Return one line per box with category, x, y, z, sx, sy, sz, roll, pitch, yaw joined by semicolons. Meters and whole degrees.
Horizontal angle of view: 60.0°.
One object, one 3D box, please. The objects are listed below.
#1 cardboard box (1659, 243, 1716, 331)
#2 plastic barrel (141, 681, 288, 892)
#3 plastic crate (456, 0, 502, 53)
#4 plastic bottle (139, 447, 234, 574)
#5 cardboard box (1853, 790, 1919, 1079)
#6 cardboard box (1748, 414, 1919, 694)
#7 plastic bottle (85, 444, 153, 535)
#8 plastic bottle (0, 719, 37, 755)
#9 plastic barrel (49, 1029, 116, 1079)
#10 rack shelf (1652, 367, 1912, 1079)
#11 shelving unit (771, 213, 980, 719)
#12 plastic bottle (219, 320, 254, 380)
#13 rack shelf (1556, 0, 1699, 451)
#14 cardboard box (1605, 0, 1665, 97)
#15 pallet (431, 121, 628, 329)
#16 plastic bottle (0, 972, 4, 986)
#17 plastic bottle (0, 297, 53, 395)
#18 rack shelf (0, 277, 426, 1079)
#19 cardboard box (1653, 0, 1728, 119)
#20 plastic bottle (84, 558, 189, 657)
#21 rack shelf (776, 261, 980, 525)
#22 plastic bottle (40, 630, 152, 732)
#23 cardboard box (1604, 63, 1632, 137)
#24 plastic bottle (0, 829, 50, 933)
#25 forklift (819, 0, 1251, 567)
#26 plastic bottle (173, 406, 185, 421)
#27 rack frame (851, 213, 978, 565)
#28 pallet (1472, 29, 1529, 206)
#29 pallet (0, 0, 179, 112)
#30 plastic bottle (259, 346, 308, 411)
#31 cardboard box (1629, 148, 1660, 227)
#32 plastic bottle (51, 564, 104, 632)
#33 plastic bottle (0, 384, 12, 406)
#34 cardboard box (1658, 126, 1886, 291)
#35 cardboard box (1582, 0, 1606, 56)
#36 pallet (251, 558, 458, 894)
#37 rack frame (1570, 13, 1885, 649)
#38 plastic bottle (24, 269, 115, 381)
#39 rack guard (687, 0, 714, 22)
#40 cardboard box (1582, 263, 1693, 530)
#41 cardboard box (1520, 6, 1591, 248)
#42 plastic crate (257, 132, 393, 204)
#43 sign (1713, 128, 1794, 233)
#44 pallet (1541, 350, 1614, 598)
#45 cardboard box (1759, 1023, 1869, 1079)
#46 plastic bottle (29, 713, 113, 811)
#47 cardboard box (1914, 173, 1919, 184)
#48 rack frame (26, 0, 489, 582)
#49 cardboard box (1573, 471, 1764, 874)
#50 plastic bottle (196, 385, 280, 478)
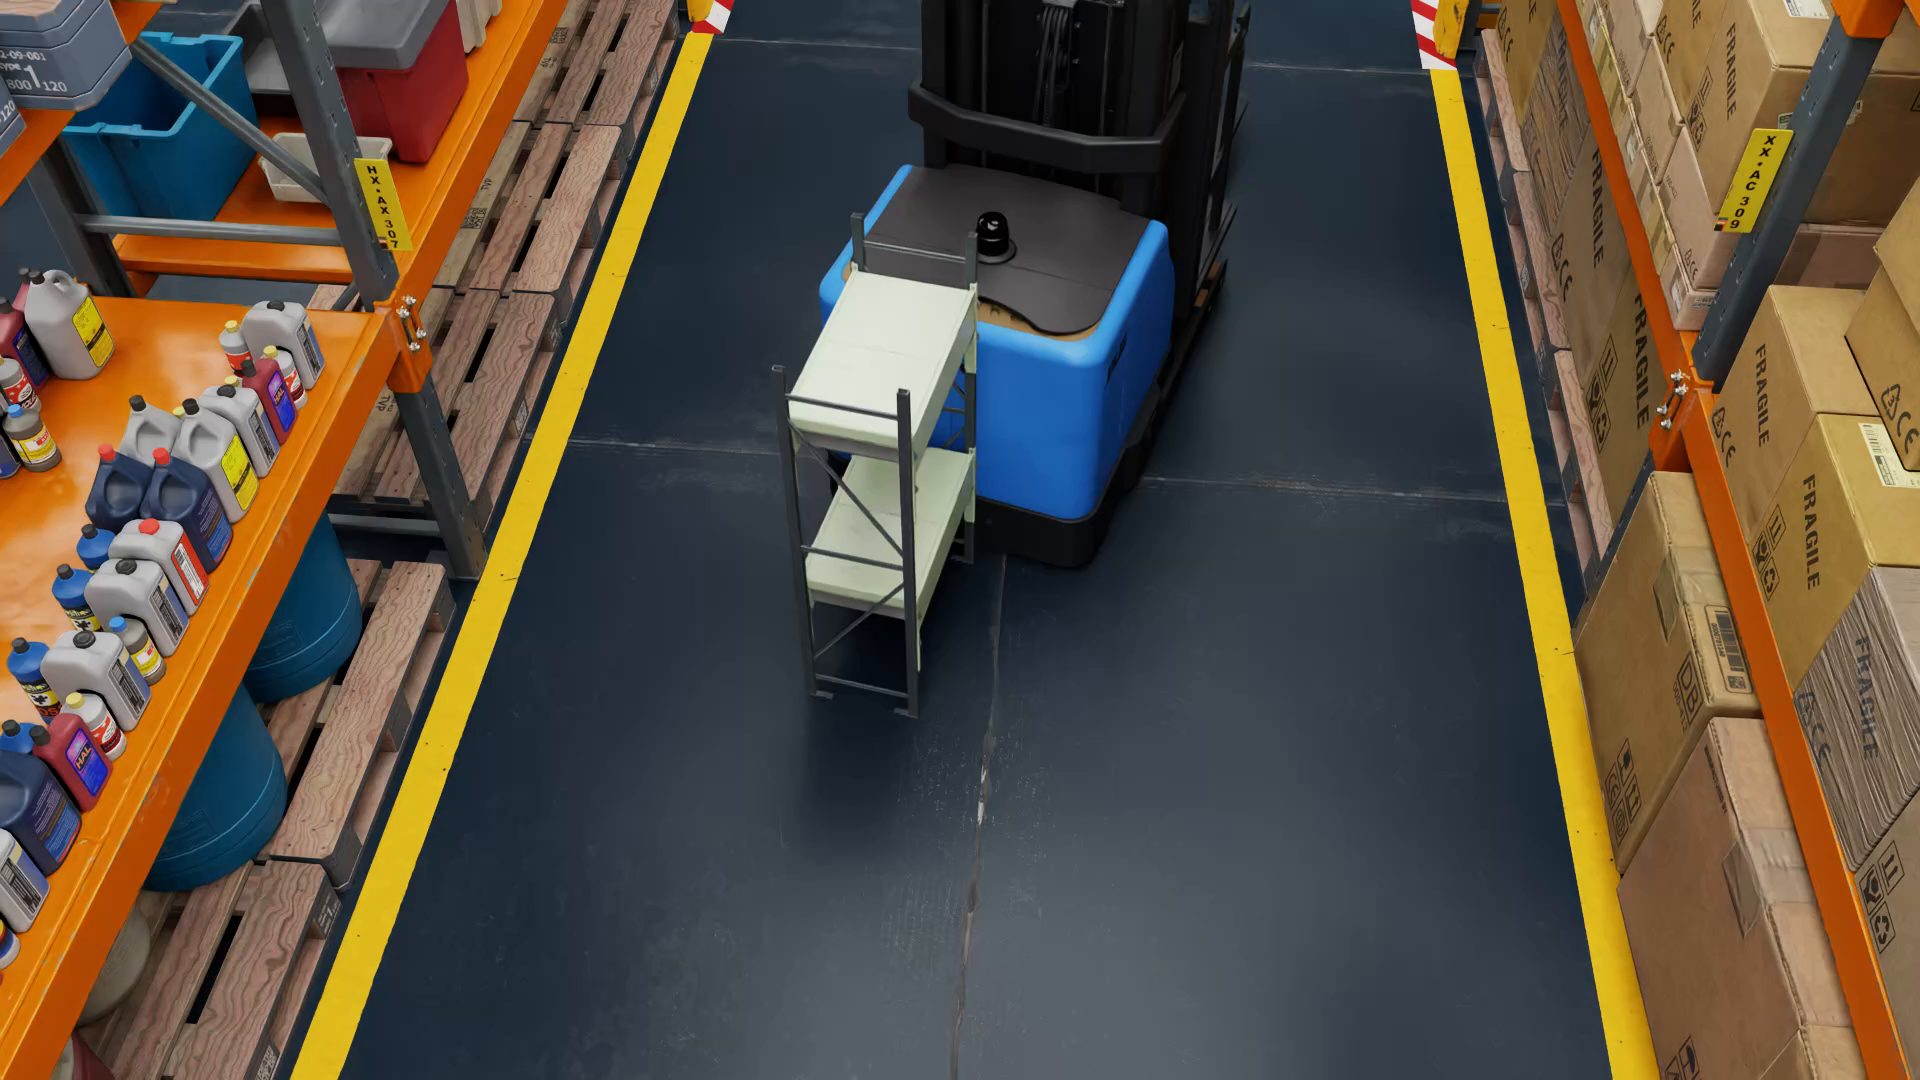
cardboard box;2.377;-0.765;5.087;0.380;0.149;0.250;4;48;4
plastic barrel;-2.388;0.548;4.853;0.600;0.901;0.708;4;48;4
plastic crate;-1.935;-2.027;6.111;0.437;0.282;0.530;4;48;4
plastic bottle;-2.032;-0.087;4.330;0.144;0.351;0.185;4;48;4
cardboard box;2.251;0.801;3.417;0.500;0.500;0.500;5;48;4
cardboard box;2.339;0.053;4.101;0.500;0.500;0.500;4;48;4
plastic bottle;-2.175;-0.097;4.339;0.144;0.351;0.185;4;48;4
plastic bottle;-2.140;0.507;3.841;0.097;0.271;0.097;0;48;0
plastic barrel;-2.491;1.484;4.210;0.600;0.588;0.708;4;48;4
rack shelf;2.493;1.108;3.691;1.077;0.370;4.000;4;48;4
shelving unit;-0.237;-0.200;5.417;0.431;1.500;0.755;11;49;10
plastic bottle;-2.097;-0.553;4.858;0.097;0.201;0.097;0;48;0
rack shelf;2.857;-1.831;6.379;1.077;0.370;4.000;4;48;4
cardboard box;2.545;-1.751;5.719;0.500;0.250;0.500;5;48;4
pallet;-2.120;-1.438;7.422;1.003;0.211;1.213;4;48;4
plastic bottle;-2.110;0.899;3.474;0.061;0.283;0.133;4;48;4
plastic bottle;-2.728;-0.559;4.807;0.061;0.283;0.133;4;48;4
rack shelf;-2.439;0.775;3.996;1.077;0.370;4.000;4;48;4
cardboard box;2.501;-1.631;5.100;0.500;0.500;0.500;4;48;4
plastic bottle;-2.063;0.154;4.160;0.152;0.276;0.135;4;48;4
rack shelf;-0.237;-0.464;5.129;0.431;0.370;0.720;11;49;10
plastic bottle;-2.084;0.324;4.005;0.152;0.276;0.135;4;48;4
cardboard box;2.470;-1.522;5.779;0.380;0.149;0.250;5;48;4
plastic bottle;-2.134;0.729;3.635;0.152;0.276;0.135;4;48;4
forklift;0.508;-2.000;6.093;1.130;2.935;3.031;16;49;14
plastic bottle;-2.130;-0.285;4.612;0.097;0.201;0.097;0;48;0
rack frame;-0.141;-0.461;5.655;0.400;1.500;0.023;11;49;10
pallet;3.045;-2.009;7.945;1.003;0.211;1.213;4;48;4
pallet;-2.231;-1.303;3.504;1.213;0.211;1.003;4;48;4
plastic bottle;-1.954;-0.472;4.783;0.097;0.201;0.097;0;48;0
cardboard box;2.424;-1.143;5.433;0.380;0.149;0.250;3;48;3
plastic bottle;-2.189;0.161;4.157;0.097;0.271;0.097;0;48;0
plastic bottle;-2.729;-0.397;4.668;0.097;0.271;0.097;0;48;0
cardboard box;2.454;-0.996;5.028;0.500;0.250;0.500;3;48;3
cardboard box;2.518;-1.897;6.122;0.380;0.149;0.250;5;48;4
pallet;-2.369;0.568;5.587;1.003;0.211;1.213;4;48;4
rack frame;2.675;-0.604;4.770;1.000;3.000;0.127;4;48;4
plastic bottle;-2.616;-0.654;4.849;0.144;0.351;0.185;4;48;4
rack guard;-1.903;-3.051;8.702;1.175;0.500;0.348;4;48;4
cardboard box;2.815;-0.508;5.837;0.875;0.875;0.875;4;48;4
cardboard box;2.978;-1.824;7.040;0.875;0.875;0.875;4;48;4
plastic crate;-2.072;-1.201;5.453;0.396;0.136;0.243;4;48;4
sign;2.122;-0.959;4.454;0.100;0.325;0.005;4;48;4
pallet;2.822;-0.216;6.305;1.003;0.211;1.213;4;48;4
cardboard box;2.483;1.750;3.772;1.225;0.875;0.875;4;48;4
plastic bottle;-2.059;0.495;3.844;0.061;0.283;0.133;4;48;4
cardboard box;2.973;-1.242;4.745;0.500;0.500;0.500;4;48;4
rack frame;-2.257;-0.937;5.074;1.000;3.000;0.127;4;48;4
cardboard box;2.637;0.443;4.967;1.225;0.875;0.875;4;48;4
plastic bottle;-2.004;-0.315;4.590;0.152;0.276;0.135;4;48;4
